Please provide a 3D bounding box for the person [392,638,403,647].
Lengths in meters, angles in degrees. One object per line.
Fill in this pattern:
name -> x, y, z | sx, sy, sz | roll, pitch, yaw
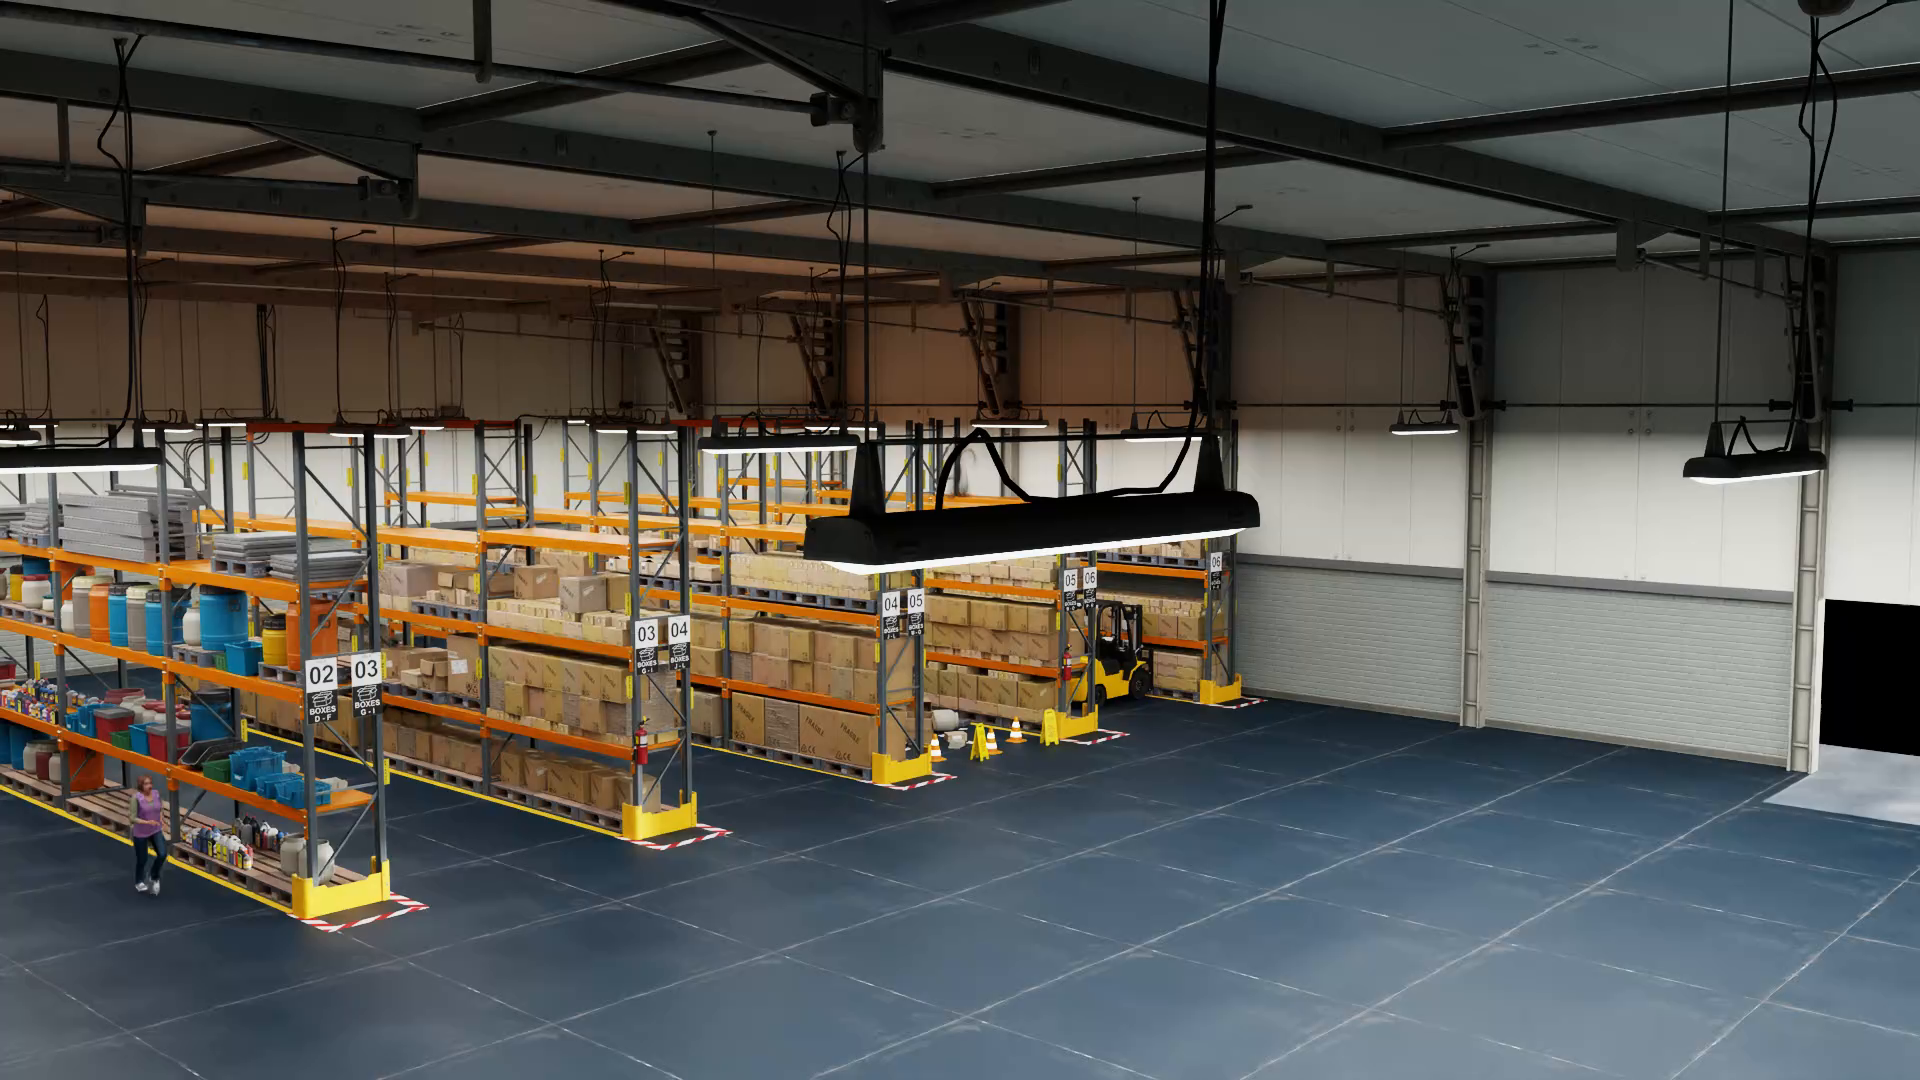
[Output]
person -> -11.168, 2.789, 33.025 | 0.944, 1.701, 0.628 | 3, 6, 36

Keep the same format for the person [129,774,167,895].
person -> -10.419, 3.786, 21.361 | 0.732, 1.585, 0.504 | 4, 6, 42
